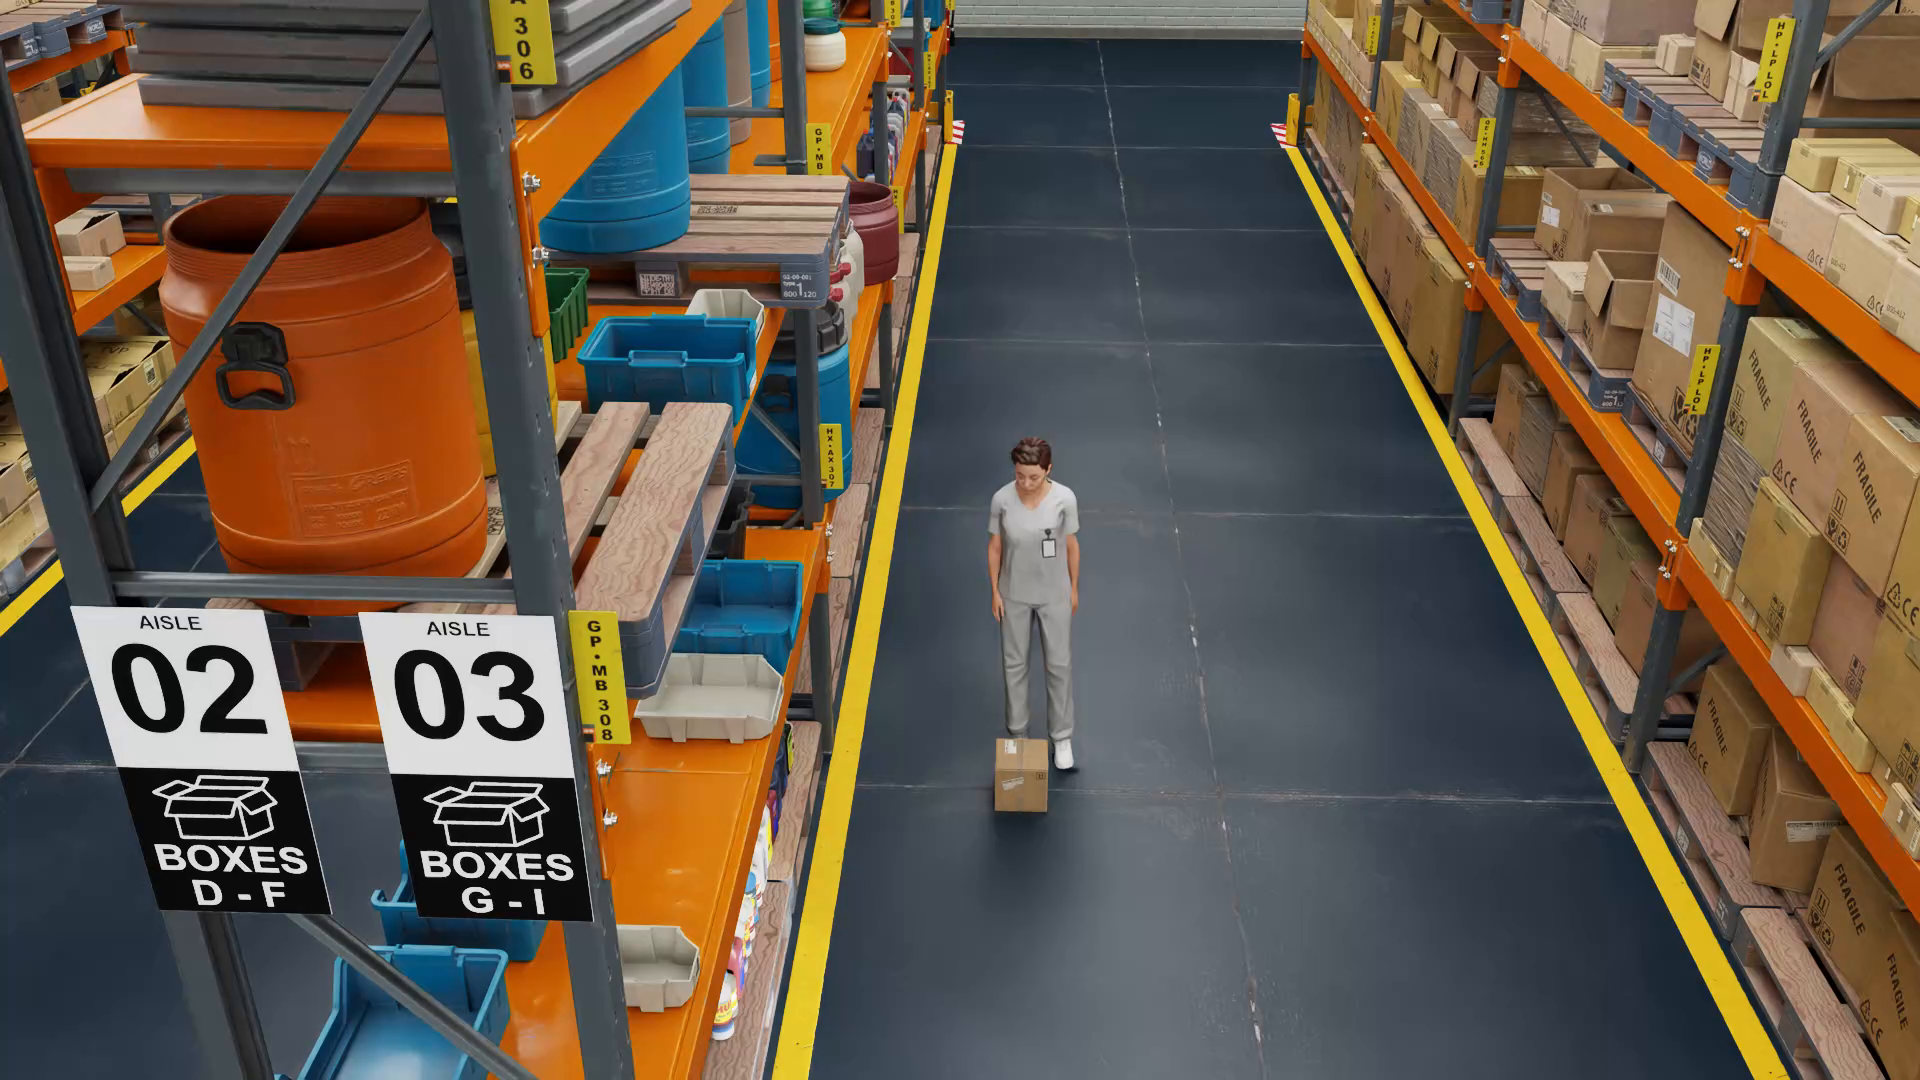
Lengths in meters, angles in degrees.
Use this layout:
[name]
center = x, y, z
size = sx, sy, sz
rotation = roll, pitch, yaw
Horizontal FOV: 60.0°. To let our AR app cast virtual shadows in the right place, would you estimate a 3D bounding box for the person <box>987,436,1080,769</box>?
[person]
center = 0.354, 0.286, 8.055
size = 0.472, 1.687, 0.458
rotation = 4, 28, 7
